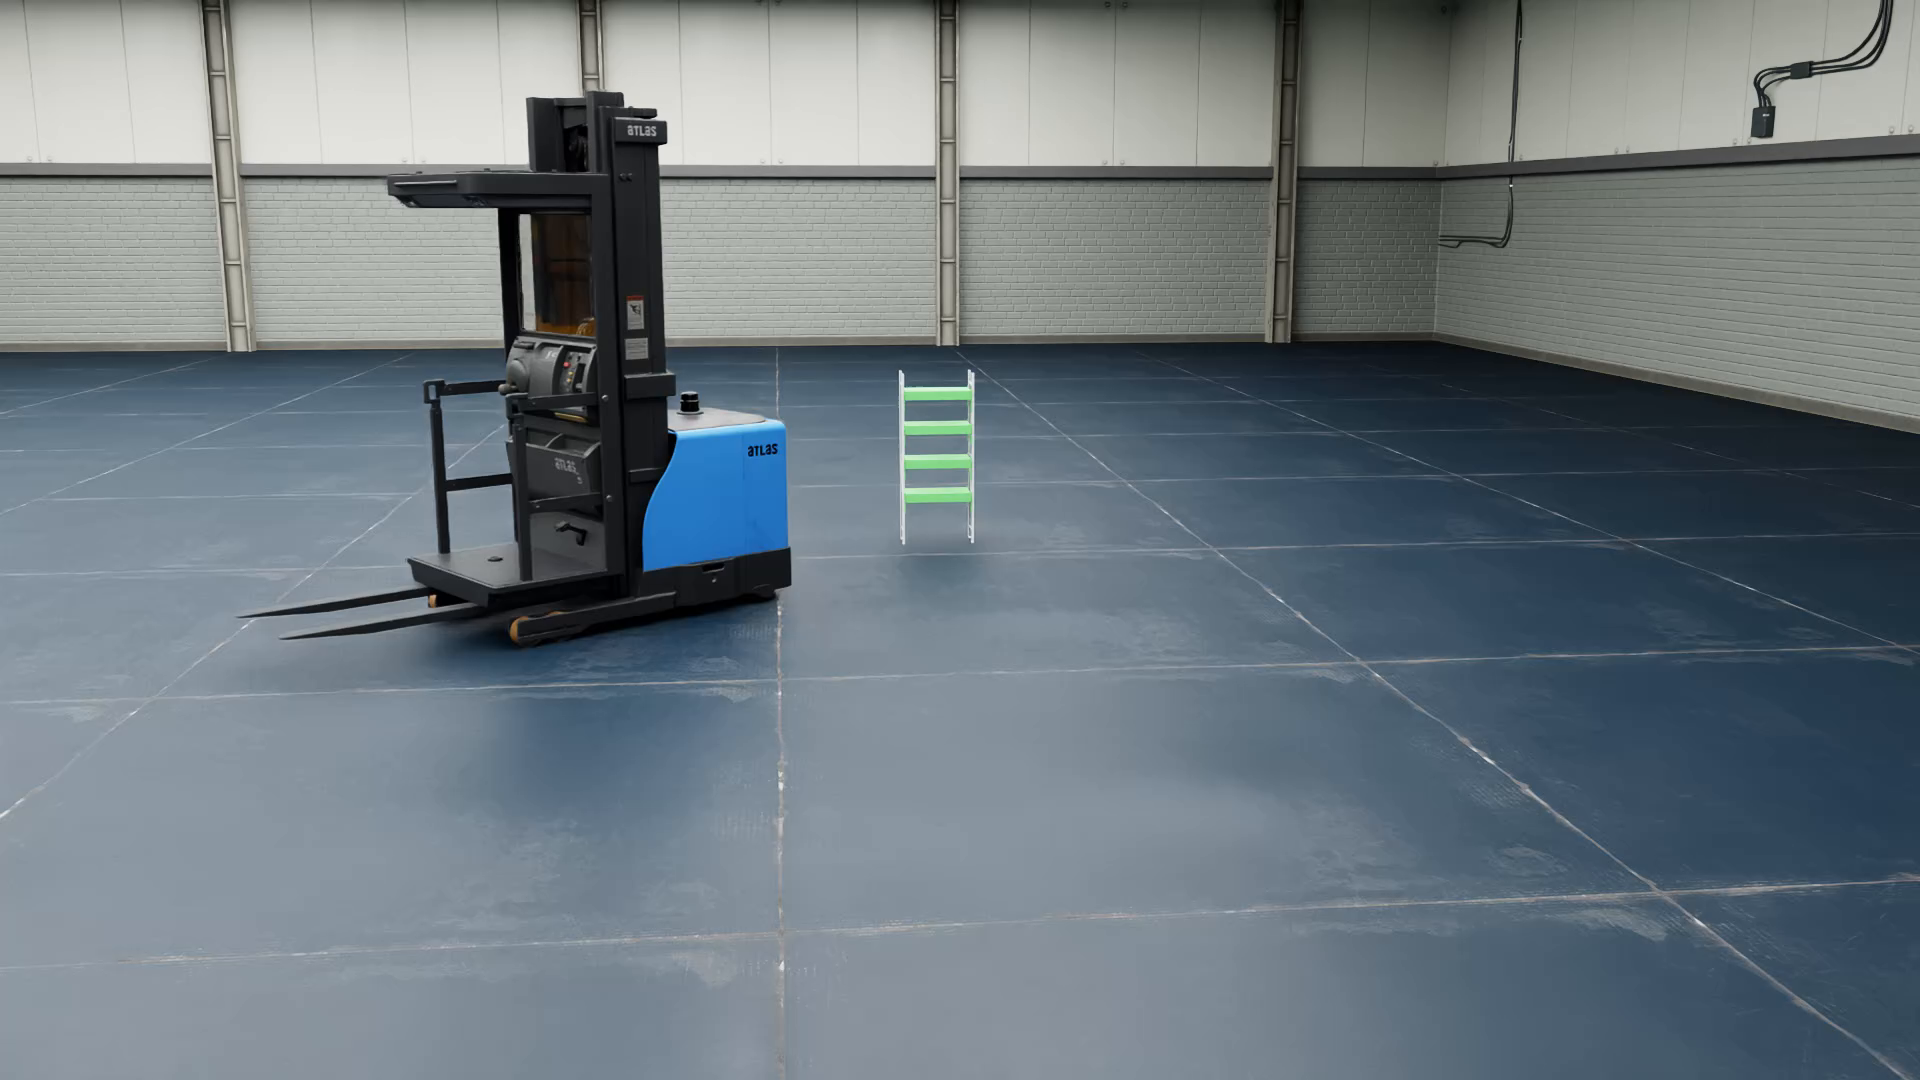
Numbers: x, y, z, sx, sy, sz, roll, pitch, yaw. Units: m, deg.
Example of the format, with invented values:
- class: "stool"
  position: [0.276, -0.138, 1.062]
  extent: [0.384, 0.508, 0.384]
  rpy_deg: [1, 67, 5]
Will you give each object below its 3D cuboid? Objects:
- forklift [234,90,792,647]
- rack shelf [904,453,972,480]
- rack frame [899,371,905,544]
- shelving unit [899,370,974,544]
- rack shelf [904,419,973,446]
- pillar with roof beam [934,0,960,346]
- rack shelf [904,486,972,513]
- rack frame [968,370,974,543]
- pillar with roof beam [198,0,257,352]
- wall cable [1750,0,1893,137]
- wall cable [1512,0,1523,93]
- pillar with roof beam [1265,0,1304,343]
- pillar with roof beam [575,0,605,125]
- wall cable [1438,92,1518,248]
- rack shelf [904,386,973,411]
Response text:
- class: "forklift"
  position: [-2.457, -0.974, 9.225]
  extent: [3.031, 2.935, 1.130]
  rpy_deg: [-10, 15, -41]
- class: "rack shelf"
  position: [-0.165, -0.523, 11.747]
  extent: [0.480, 0.148, 0.258]
  rpy_deg: [-1, 11, -6]
- class: "rack frame"
  position: [-0.407, -0.580, 11.709]
  extent: [0.015, 1.200, 0.240]
  rpy_deg: [-1, 11, -6]
- class: "shelving unit"
  position: [-0.165, -0.585, 11.735]
  extent: [0.503, 1.200, 0.258]
  rpy_deg: [-1, 11, -6]
- class: "rack shelf"
  position: [-0.165, -0.758, 11.701]
  extent: [0.480, 0.148, 0.258]
  rpy_deg: [-1, 11, -6]
- class: "pillar with roof beam"
  position: [0.243, -7.043, 24.365]
  extent: [0.400, 9.000, 9.100]
  rpy_deg: [-1, 11, -6]
- class: "rack shelf"
  position: [-0.165, -0.287, 11.793]
  extent: [0.480, 0.148, 0.258]
  rpy_deg: [-1, 11, -6]
- class: "rack frame"
  position: [0.078, -0.590, 11.761]
  extent: [0.015, 1.200, 0.240]
  rpy_deg: [-1, 11, -6]
- class: "pillar with roof beam"
  position: [-11.687, -6.793, 23.093]
  extent: [0.400, 9.000, 9.100]
  rpy_deg: [-1, 11, -6]
- class: "wall cable"
  position: [9.824, -7.649, 18.632]
  extent: [0.169, 6.003, 2.305]
  rpy_deg: [-1, 11, -6]
- class: "wall cable"
  position: [9.106, -8.237, 25.396]
  extent: [0.112, 2.526, 3.097]
  rpy_deg: [-1, 11, -6]
- class: "pillar with roof beam"
  position: [6.207, -7.168, 25.000]
  extent: [0.400, 9.000, 9.100]
  rpy_deg: [-1, 11, -6]
- class: "pillar with roof beam"
  position: [-5.722, -6.918, 23.729]
  extent: [0.400, 9.000, 9.100]
  rpy_deg: [-1, 11, -6]
- class: "wall cable"
  position: [8.814, -6.278, 28.522]
  extent: [0.112, 2.526, 3.097]
  rpy_deg: [-1, 11, -6]
- class: "rack shelf"
  position: [-0.165, -0.994, 11.654]
  extent: [0.480, 0.148, 0.258]
  rpy_deg: [-1, 11, -6]
